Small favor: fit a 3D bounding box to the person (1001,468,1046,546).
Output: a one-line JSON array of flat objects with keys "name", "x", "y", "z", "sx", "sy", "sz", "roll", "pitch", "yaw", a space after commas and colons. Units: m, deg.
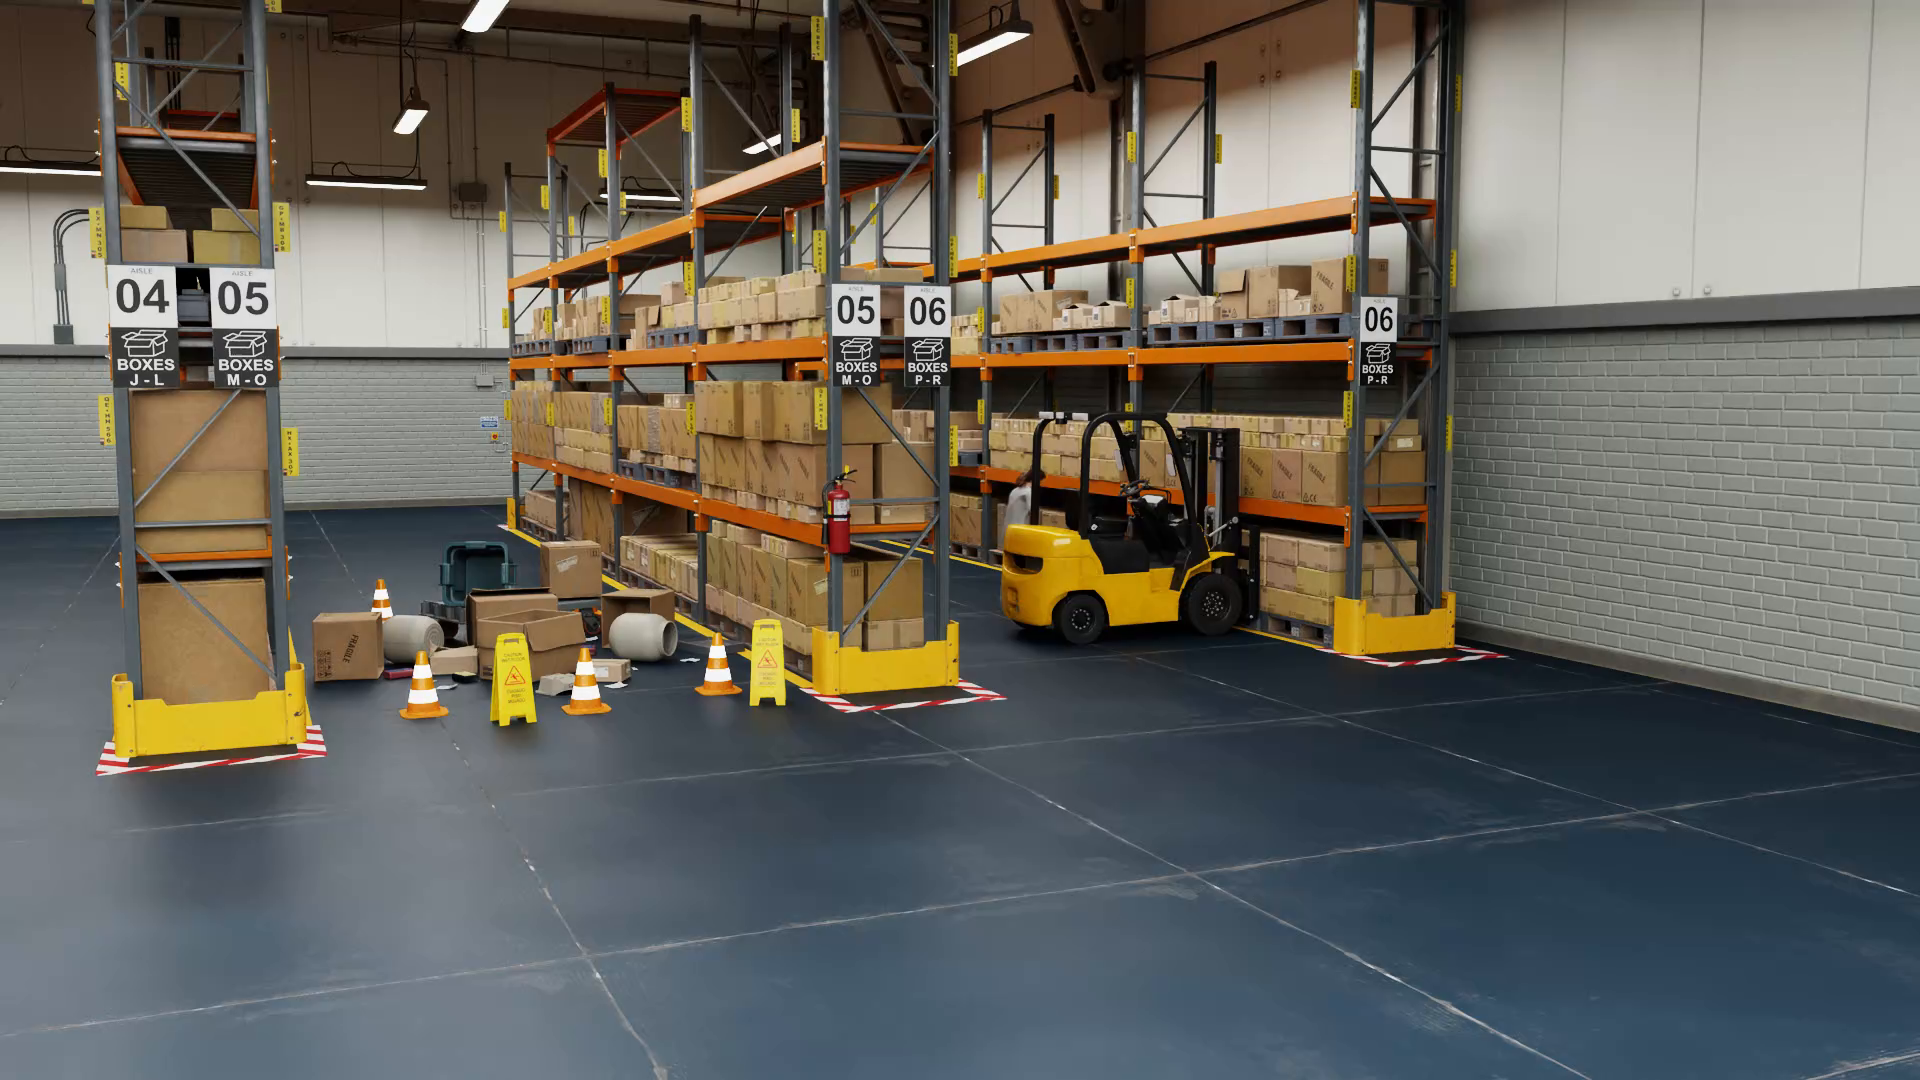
[{"name": "person", "x": 0.678, "y": 0.004, "z": 17.603, "sx": 0.489, "sy": 1.556, "sz": 0.478, "roll": -2, "pitch": 6, "yaw": -23}]
